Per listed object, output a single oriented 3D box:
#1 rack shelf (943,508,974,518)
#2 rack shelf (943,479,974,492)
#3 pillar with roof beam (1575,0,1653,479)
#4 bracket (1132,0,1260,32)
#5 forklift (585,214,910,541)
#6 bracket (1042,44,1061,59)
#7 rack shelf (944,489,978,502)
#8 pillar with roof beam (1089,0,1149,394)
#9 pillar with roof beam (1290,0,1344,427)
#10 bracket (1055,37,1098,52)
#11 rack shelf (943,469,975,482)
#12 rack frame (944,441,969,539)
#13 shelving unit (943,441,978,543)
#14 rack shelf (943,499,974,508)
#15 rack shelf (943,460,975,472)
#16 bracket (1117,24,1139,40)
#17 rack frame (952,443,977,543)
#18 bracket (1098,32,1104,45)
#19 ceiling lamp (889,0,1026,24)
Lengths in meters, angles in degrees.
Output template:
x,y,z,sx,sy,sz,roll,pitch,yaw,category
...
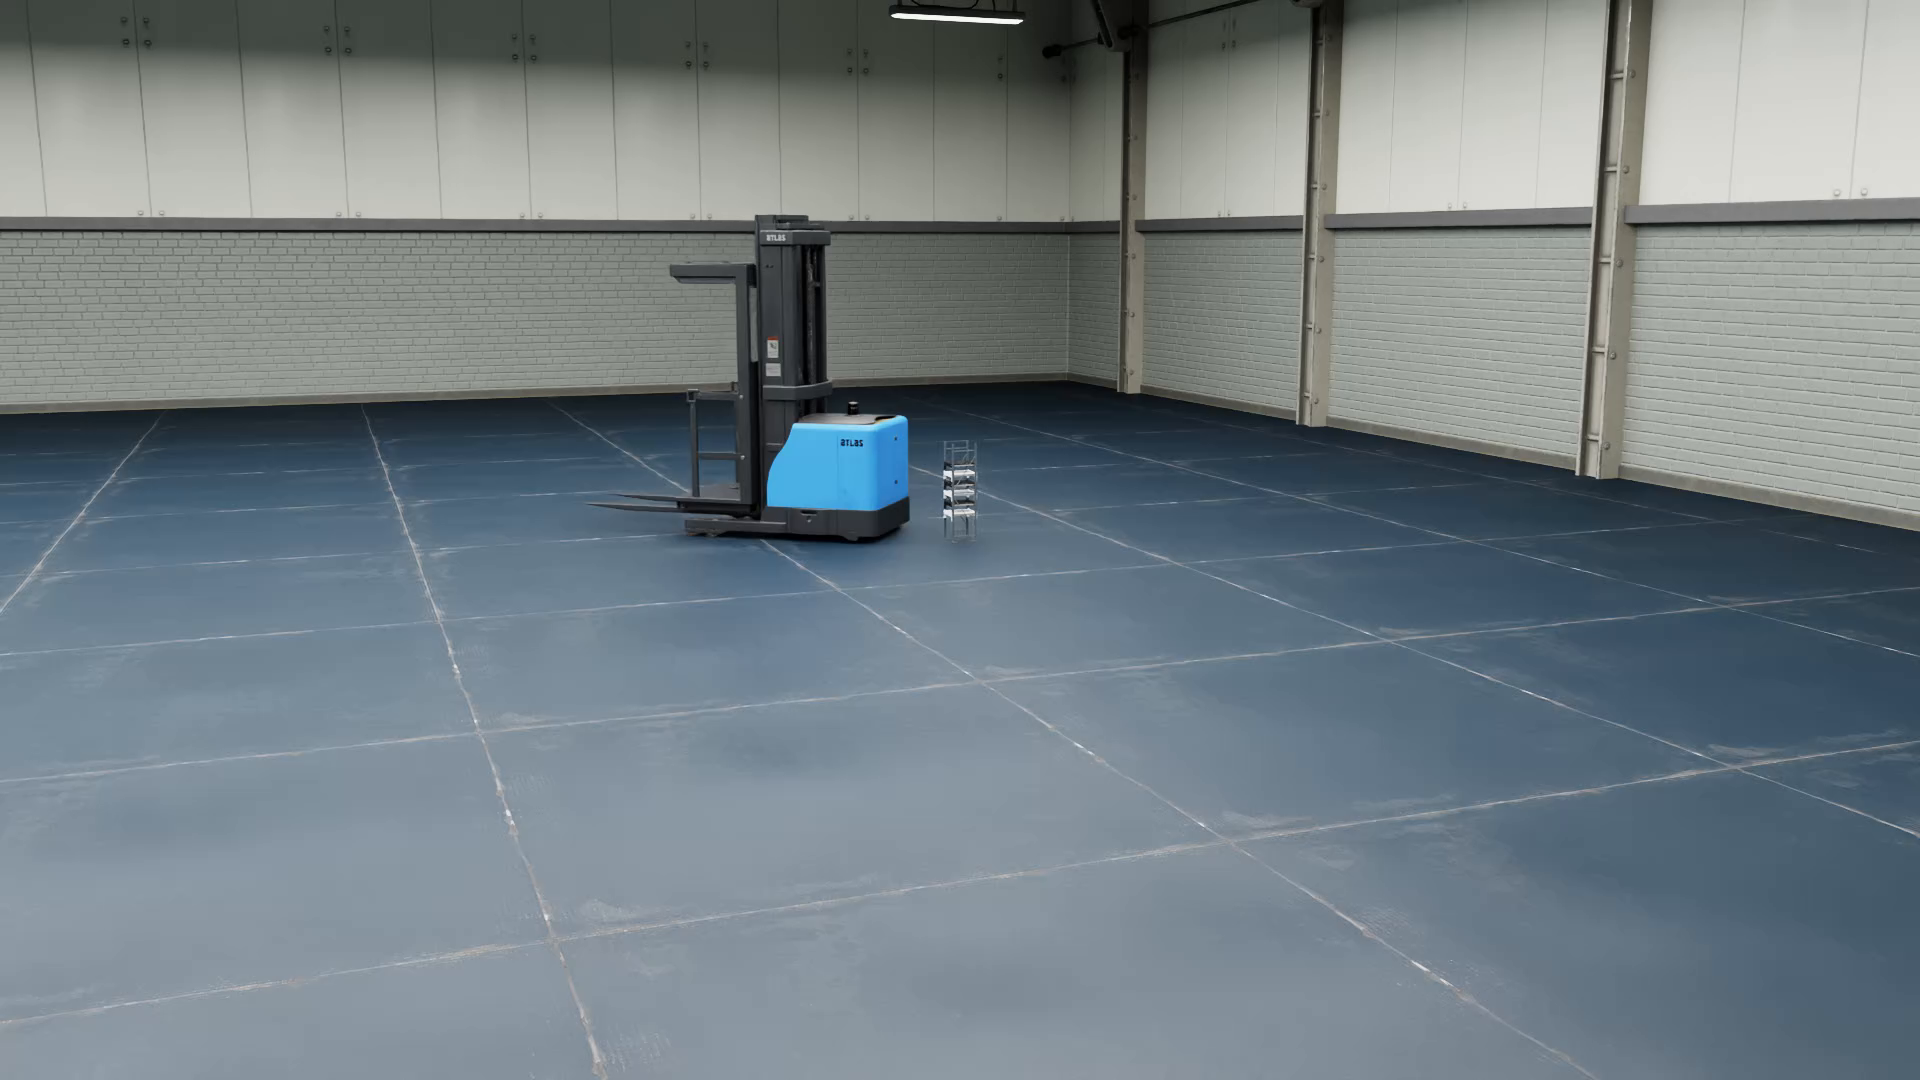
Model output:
x,y,z,sx,sy,sz,roll,pitch,yaw,category
0.003,-0.232,15.201,0.258,0.077,0.200,-4,11,-21,rack shelf
0.003,-0.498,15.154,0.258,0.077,0.200,-4,11,-21,rack shelf
3.439,-4.902,17.111,9.100,9.000,0.400,-4,11,-21,pillar with roof beam
3.856,-8.395,26.472,0.076,0.066,4.783,-4,11,-21,bracket
-2.057,-1.556,15.628,3.031,2.935,1.130,3,10,16,forklift
1.762,-9.338,31.772,0.235,0.232,0.430,-4,11,-21,bracket
0.003,-0.409,15.170,0.258,0.077,0.200,-4,11,-21,rack shelf
-0.910,-6.860,28.123,9.100,9.000,0.548,-4,11,-21,pillar with roof beam
1.264,-5.881,22.617,9.100,9.000,0.548,-4,11,-21,pillar with roof beam
1.976,-9.241,31.230,0.076,0.066,3.189,-4,11,-21,bracket
0.003,-0.586,15.138,0.258,0.077,0.200,-4,11,-21,rack shelf
-0.034,-0.458,15.257,0.240,0.900,0.006,-4,11,-21,rack frame
0.003,-0.442,15.164,0.258,0.900,0.210,-4,11,-21,shelving unit
0.003,-0.320,15.185,0.258,0.077,0.200,-4,11,-21,rack shelf
0.003,-0.675,15.122,0.258,0.077,0.200,-4,11,-21,rack shelf
2.922,-8.816,28.836,0.235,0.232,0.430,-4,11,-21,bracket
0.040,-0.425,15.070,0.240,0.900,0.006,-4,11,-21,rack frame
2.621,-8.951,29.597,0.235,0.232,0.430,-4,11,-21,bracket
-0.121,-9.062,23.832,2.000,3.185,0.800,-4,11,-21,ceiling lamp
